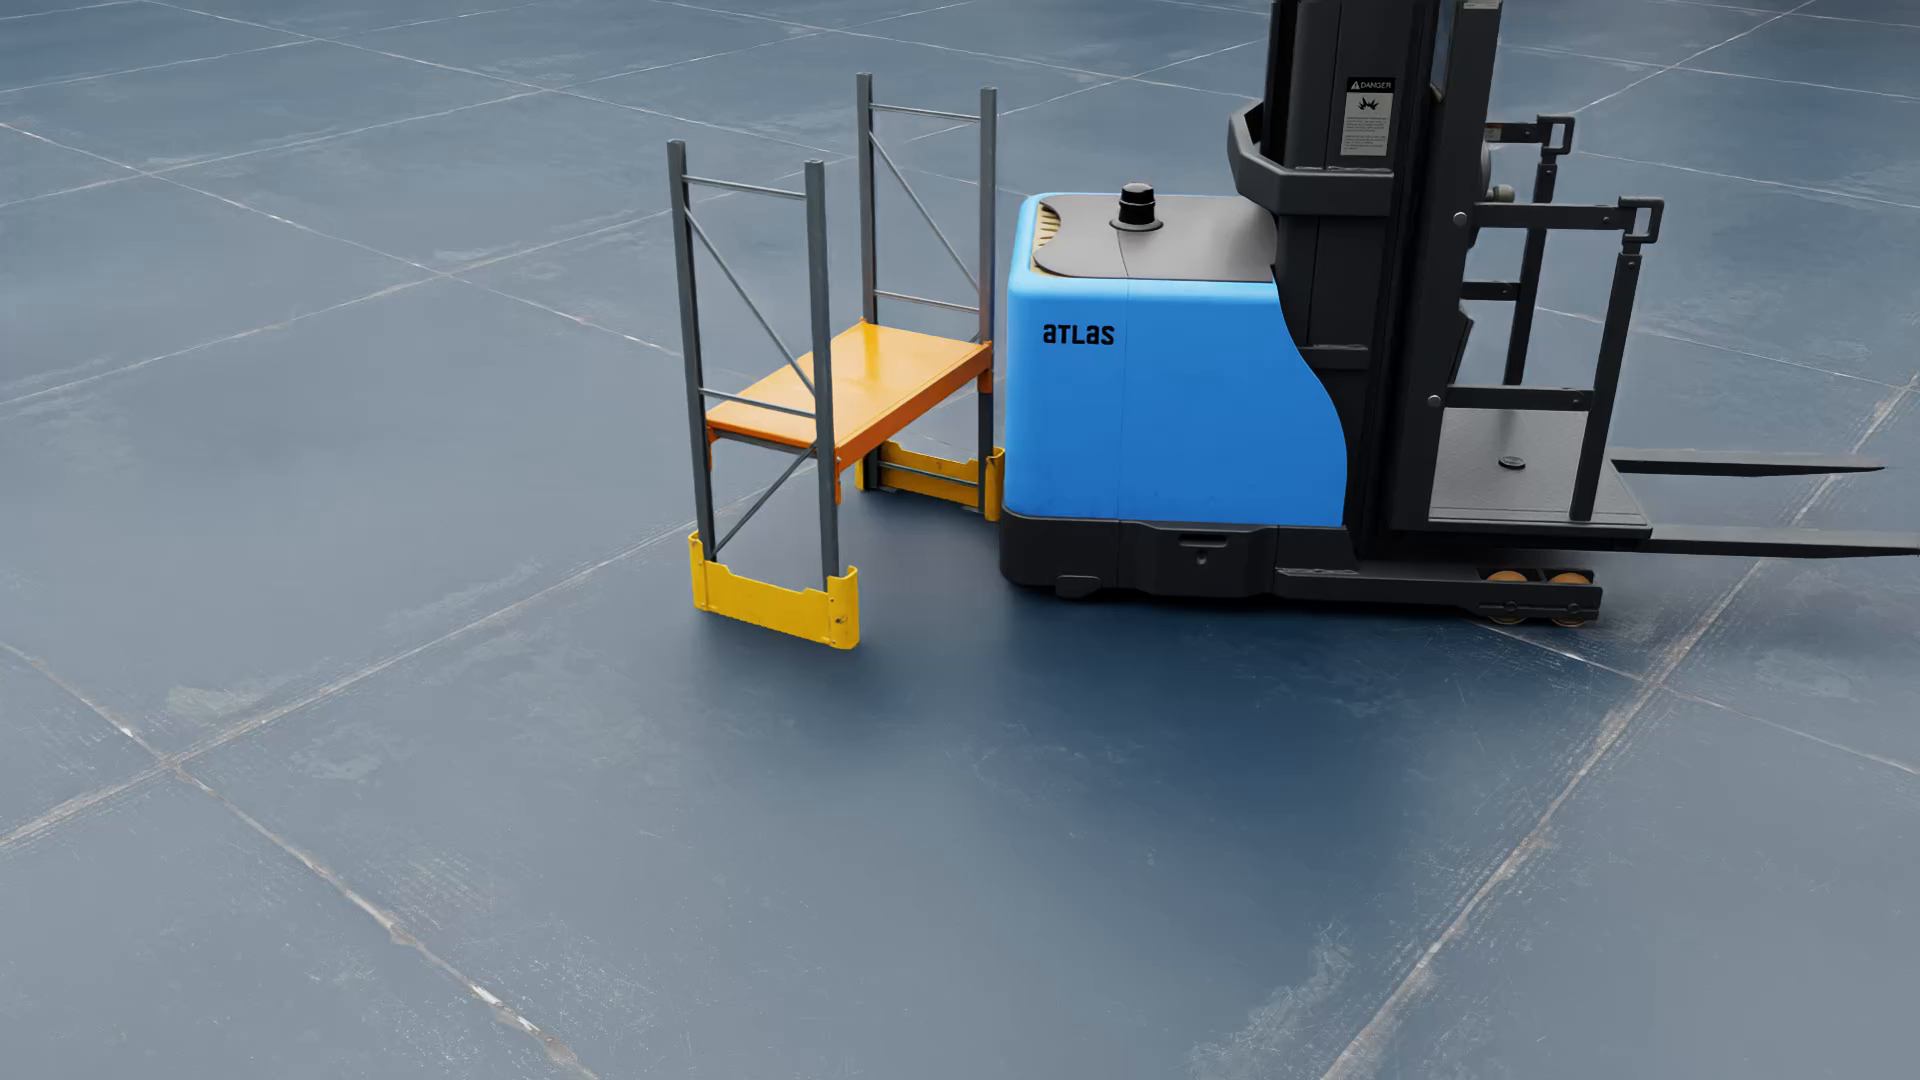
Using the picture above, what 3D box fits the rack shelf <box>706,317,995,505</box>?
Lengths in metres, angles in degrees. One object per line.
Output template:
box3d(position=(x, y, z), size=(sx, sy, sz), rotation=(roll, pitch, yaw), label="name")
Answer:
box3d(position=(-0.351, -0.443, 5.365), size=(0.538, 0.185, 1.000), rotation=(14, 30, 25), label="rack shelf")

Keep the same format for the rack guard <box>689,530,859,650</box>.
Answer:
box3d(position=(-0.582, 0.151, 5.187), size=(0.587, 0.250, 0.087), rotation=(14, 30, 25), label="rack guard")

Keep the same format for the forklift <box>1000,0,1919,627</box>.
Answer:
box3d(position=(1.673, -1.283, 5.040), size=(3.031, 2.935, 1.130), rotation=(2, 27, 4), label="forklift")

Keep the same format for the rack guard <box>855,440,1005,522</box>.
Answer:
box3d(position=(-0.112, -0.253, 5.967), size=(0.587, 0.250, 0.087), rotation=(14, 30, 25), label="rack guard")

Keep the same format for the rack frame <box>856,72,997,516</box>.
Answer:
box3d(position=(-0.112, -0.809, 5.681), size=(0.500, 1.500, 0.032), rotation=(14, 30, 25), label="rack frame")

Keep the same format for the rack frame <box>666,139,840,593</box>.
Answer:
box3d(position=(-0.591, -0.397, 4.884), size=(0.500, 1.500, 0.032), rotation=(14, 30, 25), label="rack frame")

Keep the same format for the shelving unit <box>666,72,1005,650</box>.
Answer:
box3d(position=(-0.347, -0.606, 5.290), size=(0.587, 1.500, 1.083), rotation=(14, 30, 25), label="shelving unit")
